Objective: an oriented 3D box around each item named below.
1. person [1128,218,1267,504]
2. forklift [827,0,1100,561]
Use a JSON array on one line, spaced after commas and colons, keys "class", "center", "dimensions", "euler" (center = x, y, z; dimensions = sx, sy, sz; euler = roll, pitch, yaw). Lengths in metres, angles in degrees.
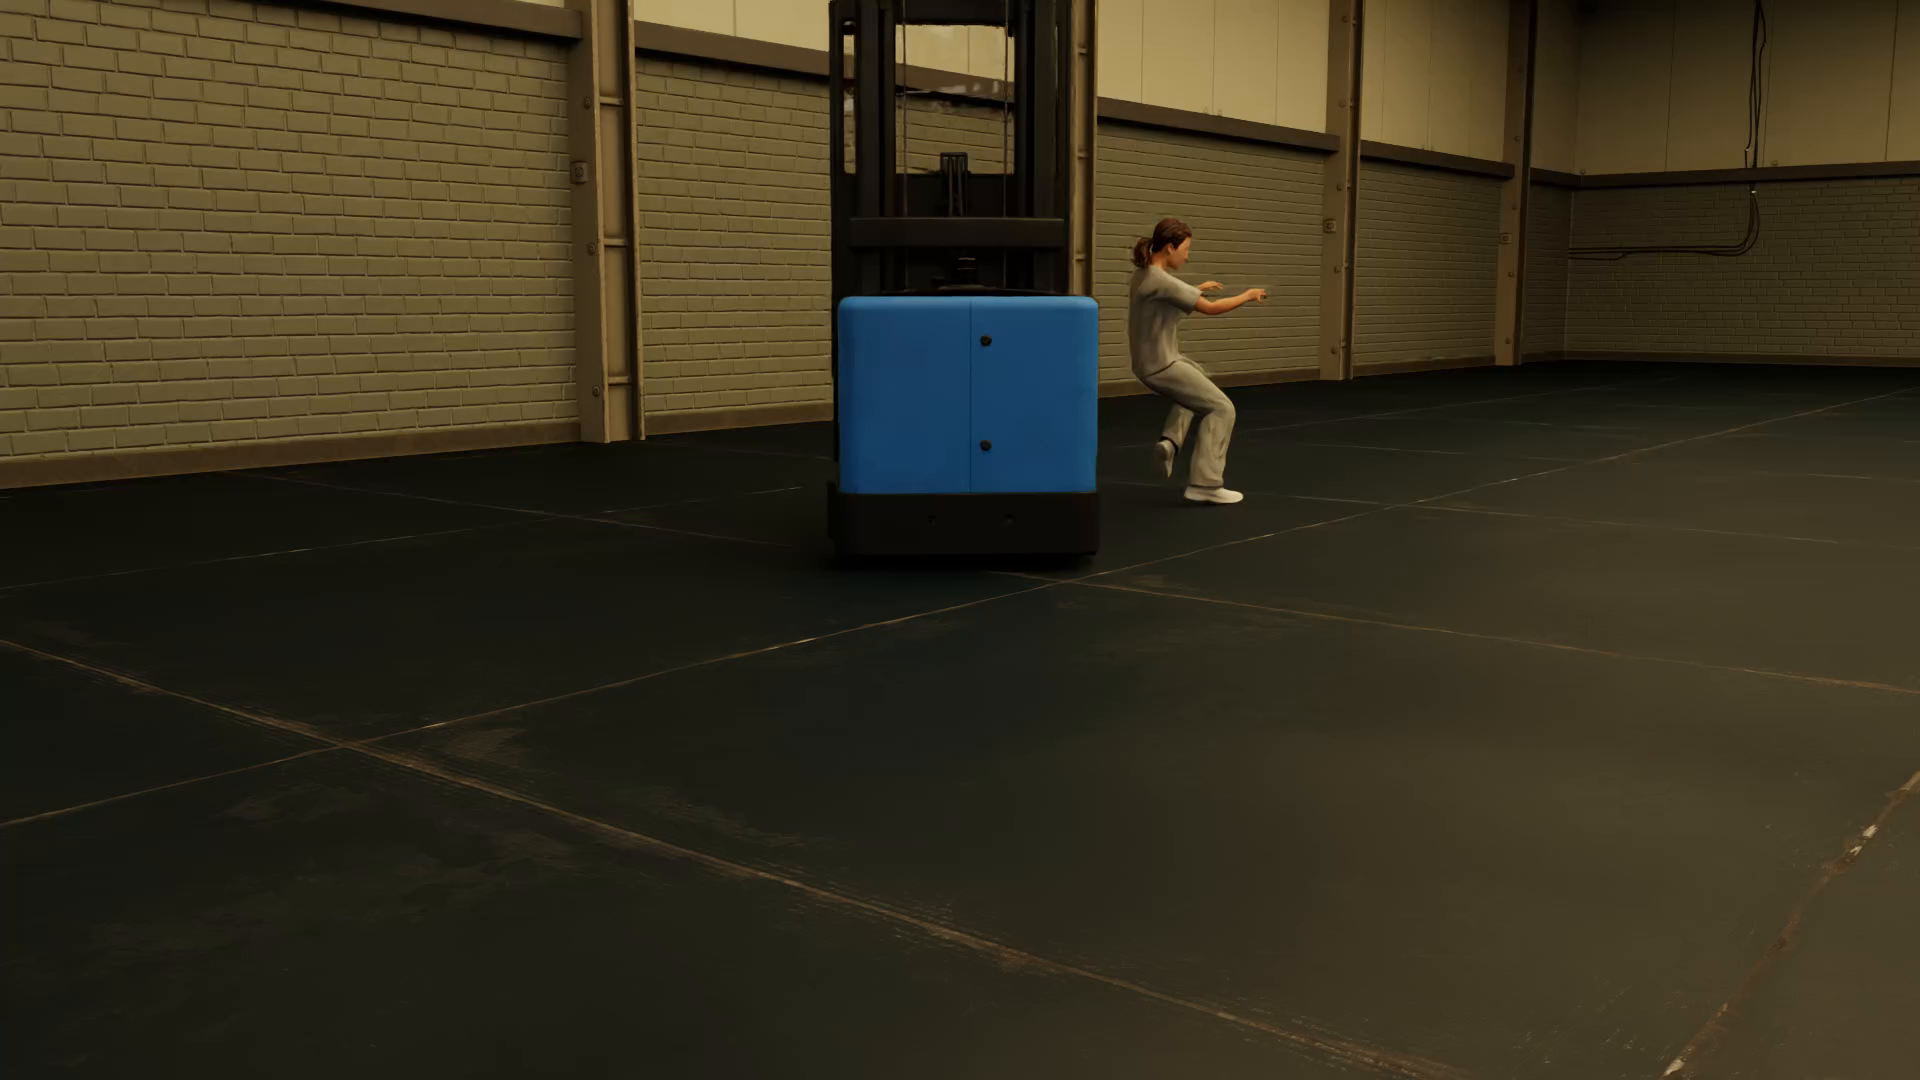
[{"class": "person", "center": [1.251, -0.978, 8.946], "dimensions": [0.734, 1.478, 0.865], "euler": [-1, 8, -7]}, {"class": "forklift", "center": [-0.063, -1.542, 7.819], "dimensions": [1.130, 2.935, 3.031], "euler": [-1, 8, -4]}]
